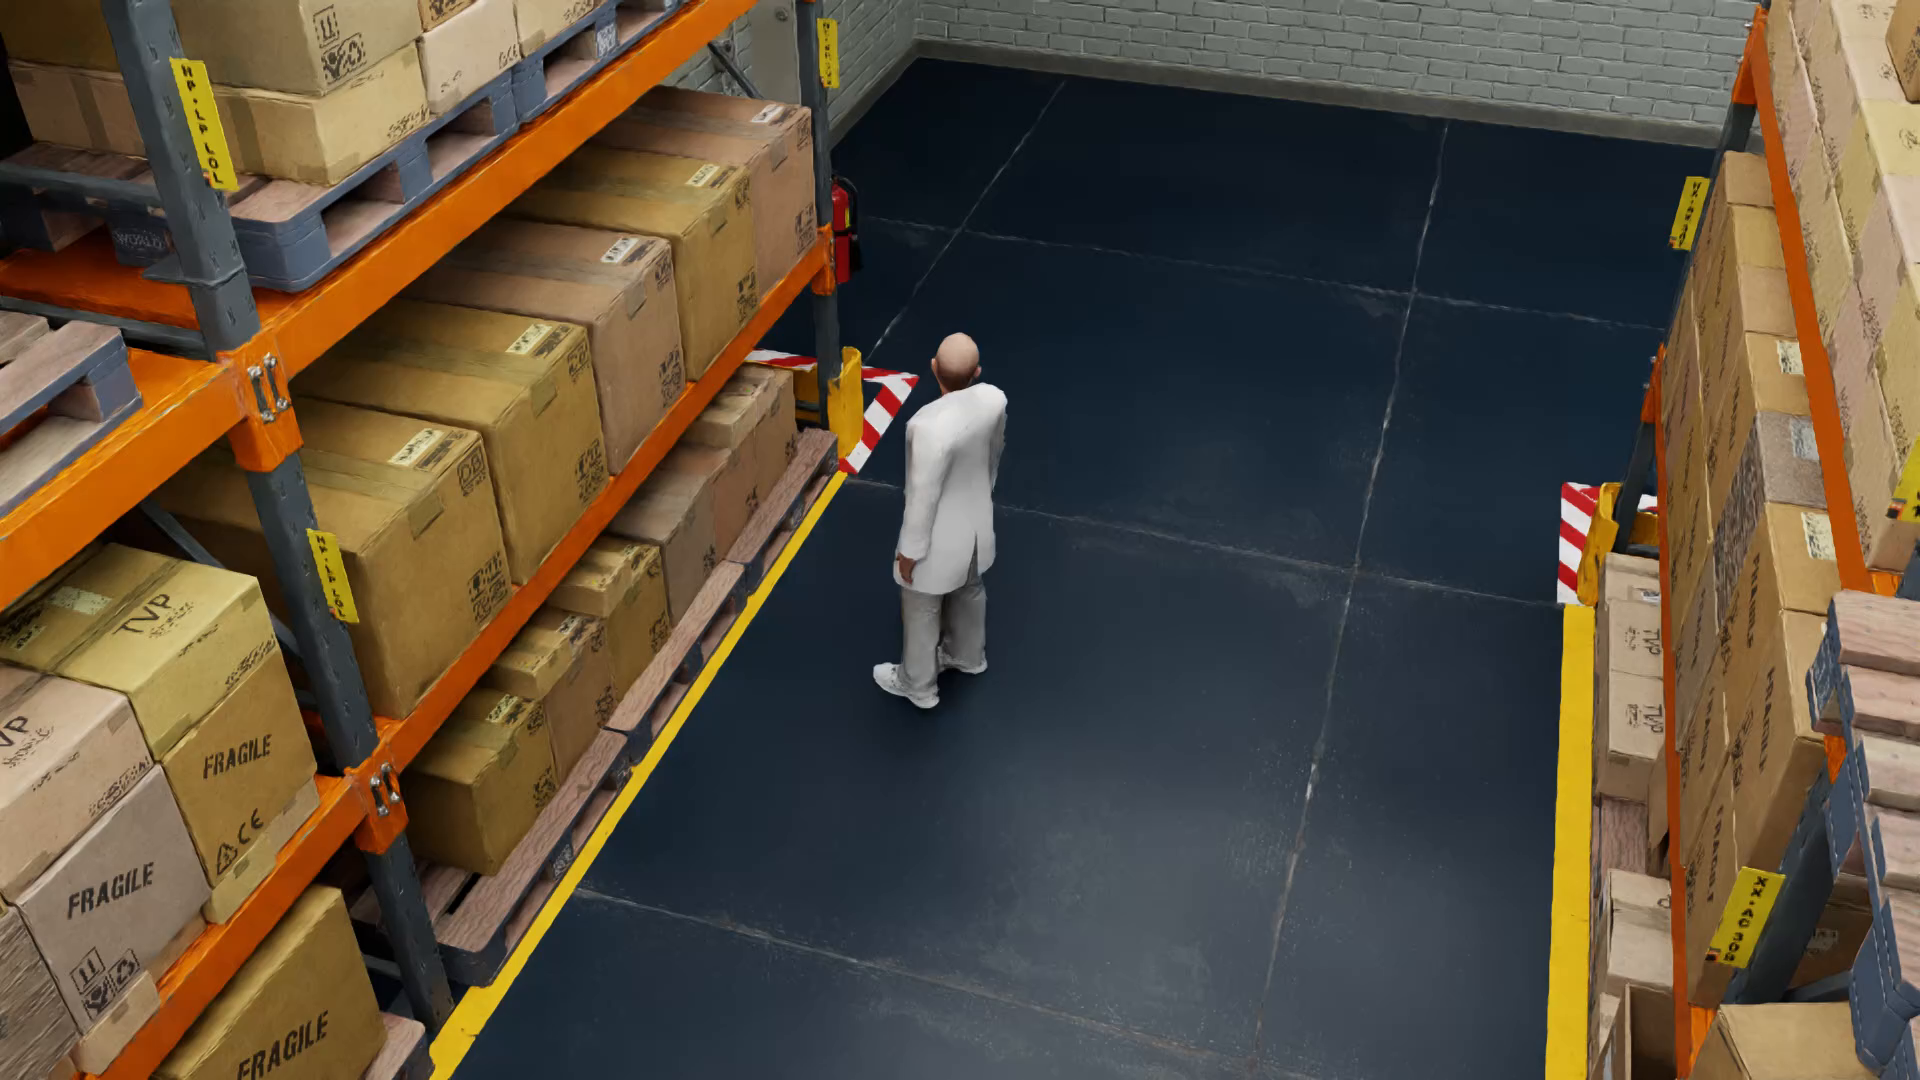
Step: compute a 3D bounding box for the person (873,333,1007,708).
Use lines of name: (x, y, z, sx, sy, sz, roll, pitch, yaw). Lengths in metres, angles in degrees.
person: (-0.107, -0.093, 7.009, 0.467, 1.788, 0.635, 27, 44, 32)
